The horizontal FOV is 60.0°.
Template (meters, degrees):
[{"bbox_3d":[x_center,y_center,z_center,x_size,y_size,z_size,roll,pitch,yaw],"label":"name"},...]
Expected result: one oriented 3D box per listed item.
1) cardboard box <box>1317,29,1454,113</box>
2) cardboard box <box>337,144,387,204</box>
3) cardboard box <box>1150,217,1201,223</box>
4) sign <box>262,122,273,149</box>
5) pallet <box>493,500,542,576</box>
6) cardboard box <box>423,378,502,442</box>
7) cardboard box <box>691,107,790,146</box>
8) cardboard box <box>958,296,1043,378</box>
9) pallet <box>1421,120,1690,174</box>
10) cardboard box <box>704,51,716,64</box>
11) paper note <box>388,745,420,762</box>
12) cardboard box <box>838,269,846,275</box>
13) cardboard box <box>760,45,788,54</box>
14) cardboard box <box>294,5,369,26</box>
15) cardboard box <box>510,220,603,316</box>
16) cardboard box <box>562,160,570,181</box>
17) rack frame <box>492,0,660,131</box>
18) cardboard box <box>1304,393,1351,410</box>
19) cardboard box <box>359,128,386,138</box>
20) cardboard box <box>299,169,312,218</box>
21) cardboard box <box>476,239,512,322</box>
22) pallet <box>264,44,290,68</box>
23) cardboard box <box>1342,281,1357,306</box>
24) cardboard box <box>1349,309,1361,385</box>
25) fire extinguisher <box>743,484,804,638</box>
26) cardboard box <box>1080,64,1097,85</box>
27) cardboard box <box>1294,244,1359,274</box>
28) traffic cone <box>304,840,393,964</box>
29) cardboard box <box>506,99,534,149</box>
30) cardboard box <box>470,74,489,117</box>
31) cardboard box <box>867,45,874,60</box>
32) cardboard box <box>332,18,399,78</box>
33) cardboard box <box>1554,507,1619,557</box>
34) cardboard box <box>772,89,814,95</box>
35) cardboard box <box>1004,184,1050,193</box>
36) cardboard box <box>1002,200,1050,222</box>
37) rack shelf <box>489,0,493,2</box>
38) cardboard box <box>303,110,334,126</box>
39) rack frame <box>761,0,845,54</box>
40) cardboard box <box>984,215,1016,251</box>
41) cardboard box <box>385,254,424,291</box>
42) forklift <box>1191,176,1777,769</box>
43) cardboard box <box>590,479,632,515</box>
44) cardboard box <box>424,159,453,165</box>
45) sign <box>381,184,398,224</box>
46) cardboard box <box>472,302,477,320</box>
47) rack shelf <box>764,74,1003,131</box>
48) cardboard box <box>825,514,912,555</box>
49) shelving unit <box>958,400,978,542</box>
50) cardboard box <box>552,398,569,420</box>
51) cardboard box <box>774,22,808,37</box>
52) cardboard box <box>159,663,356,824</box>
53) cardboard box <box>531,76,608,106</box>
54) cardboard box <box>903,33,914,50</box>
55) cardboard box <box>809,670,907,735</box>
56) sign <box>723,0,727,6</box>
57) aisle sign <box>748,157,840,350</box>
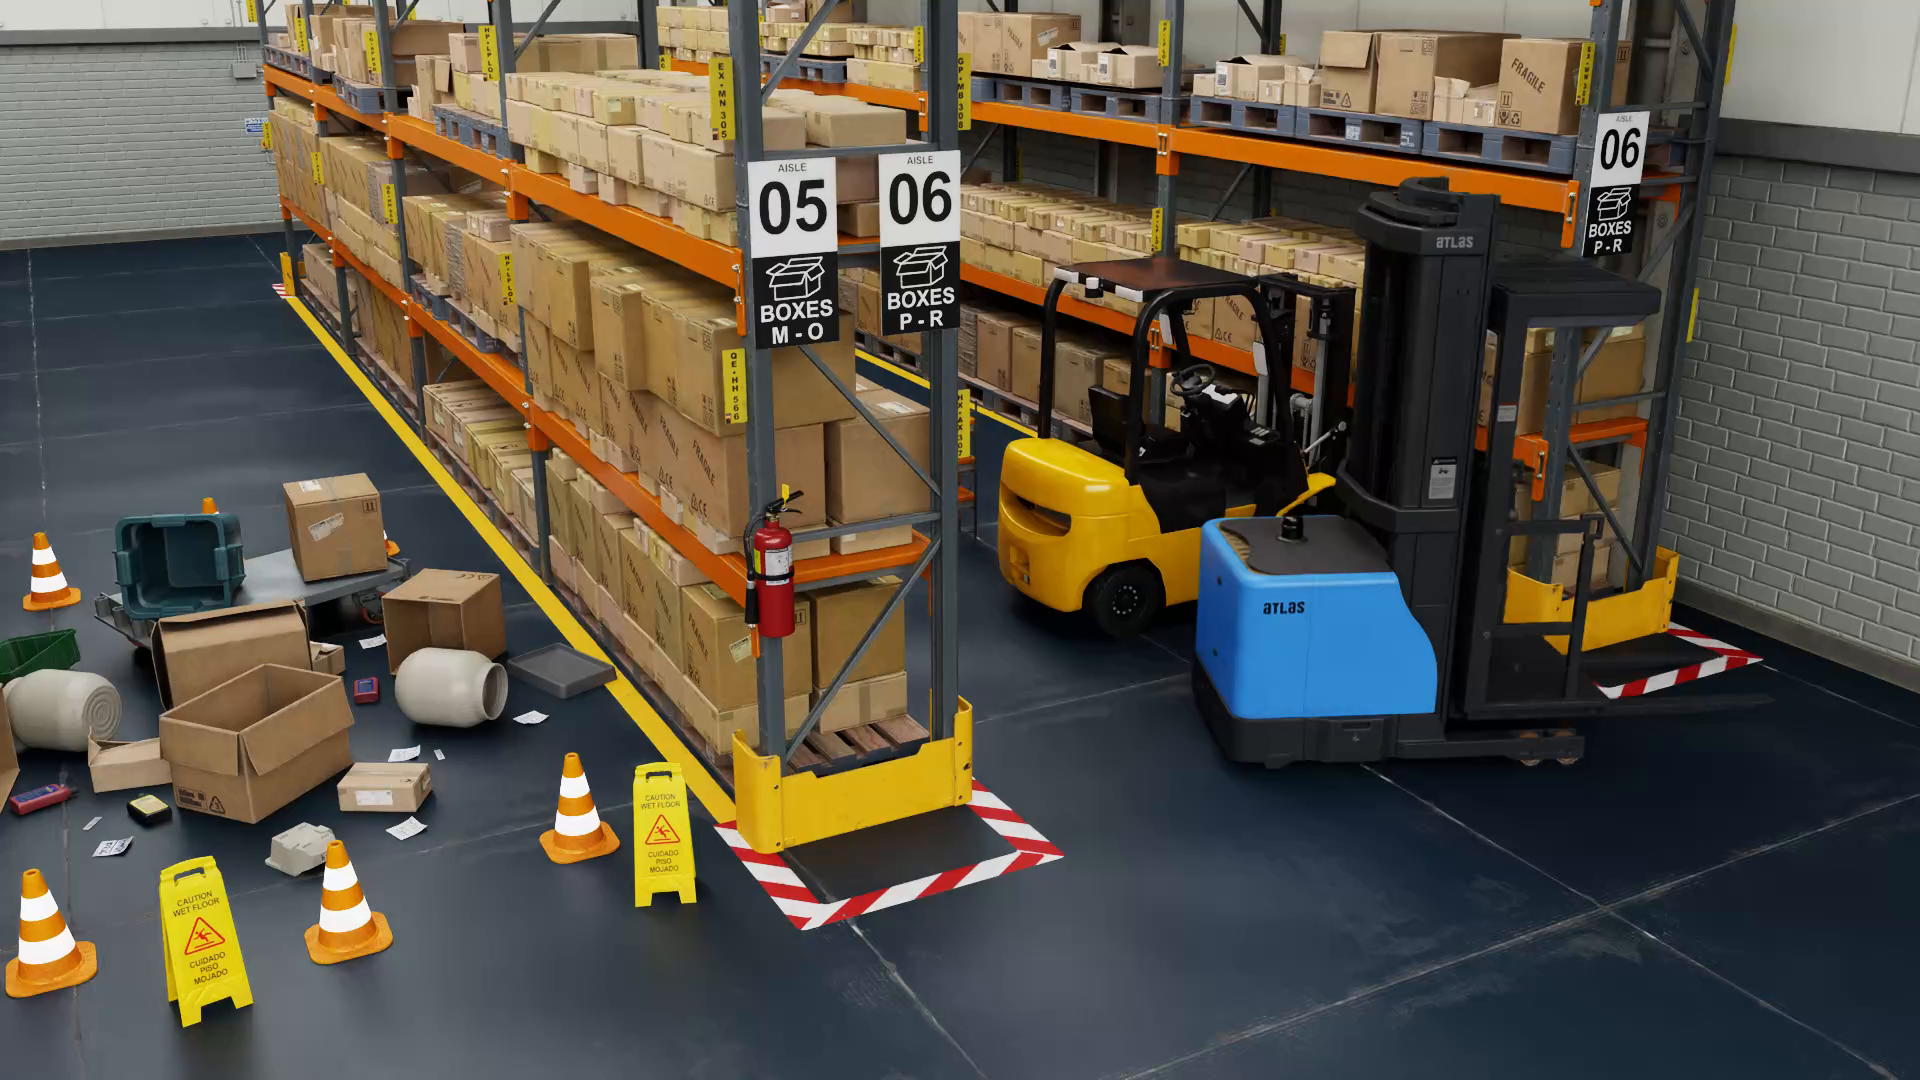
[{"bbox_3d":[2.824,-3.103,10.972,0.797,0.503,0.637,-9,21,-25],"label":"cardboard box"},{"bbox_3d":[-5.716,-3.556,16.151,0.500,0.500,0.500,-11,22,-28],"label":"cardboard box"},{"bbox_3d":[1.814,-2.611,13.952,0.380,0.149,0.250,-10,21,-27],"label":"cardboard box"},{"bbox_3d":[-8.565,-5.003,20.584,0.100,0.325,0.005,-10,21,-27],"label":"sign"},{"bbox_3d":[-2.746,-0.101,12.101,1.003,0.211,1.213,-10,21,-27],"label":"pallet"},{"bbox_3d":[-4.015,-1.137,14.213,0.950,0.372,0.625,-12,22,-30],"label":"cardboard box"},{"bbox_3d":[-0.985,-1.855,7.474,0.380,0.149,0.250,-10,21,-26],"label":"cardboard box"},{"bbox_3d":[0.376,-2.009,16.352,0.875,0.625,0.625,-9,21,-25],"label":"cardboard box"},{"bbox_3d":[3.578,-2.401,10.028,1.003,0.211,1.213,-10,21,-27],"label":"pallet"},{"bbox_3d":[-2.995,-6.057,20.872,0.380,0.149,0.250,-10,21,-26],"label":"cardboard box"},{"bbox_3d":[-2.948,1.131,8.825,0.148,0.019,0.142,-3,19,-8],"label":"paper note"},{"bbox_3d":[-1.196,-3.077,18.643,0.380,0.149,0.250,-9,21,-25],"label":"cardboard box"},{"bbox_3d":[-2.257,-5.850,19.662,0.500,0.250,0.500,-10,21,-26],"label":"cardboard box"},{"bbox_3d":[-6.843,-5.587,18.171,0.797,0.503,0.637,-8,21,-22],"label":"cardboard box"},{"bbox_3d":[-2.357,-1.697,10.308,0.700,0.500,0.500,-10,22,-27],"label":"cardboard box"},{"bbox_3d":[-2.069,-2.152,9.556,0.380,0.149,0.250,-9,21,-25],"label":"cardboard box"},{"bbox_3d":[-2.375,-4.032,10.021,1.000,3.000,0.127,-10,21,-27],"label":"rack frame"},{"bbox_3d":[2.877,-0.936,12.283,0.500,0.250,0.500,-10,21,-26],"label":"cardboard box"},{"bbox_3d":[-6.187,-4.187,17.980,0.500,0.500,0.500,-10,21,-26],"label":"cardboard box"},{"bbox_3d":[-7.120,-3.922,18.747,0.500,0.500,0.500,-10,22,-27],"label":"cardboard box"},{"bbox_3d":[-3.033,-1.822,11.559,0.500,0.500,0.500,-10,21,-26],"label":"cardboard box"},{"bbox_3d":[-7.712,-5.806,19.895,1.003,0.211,1.213,-10,21,-27],"label":"pallet"},{"bbox_3d":[2.810,-1.678,11.248,0.380,0.149,0.250,-10,21,-27],"label":"cardboard box"},{"bbox_3d":[2.944,-1.263,11.040,0.500,0.500,0.500,-10,22,-28],"label":"cardboard box"},{"bbox_3d":[-0.827,0.093,7.382,0.296,0.674,0.183,-10,21,-27],"label":"fire extinguisher"},{"bbox_3d":[1.202,-3.780,13.476,0.380,0.149,0.250,-10,21,-27],"label":"cardboard box"},{"bbox_3d":[2.563,-1.966,11.625,0.380,0.149,0.250,-10,21,-27],"label":"cardboard box"},{"bbox_3d":[-2.631,1.497,7.083,0.336,0.463,0.334,-10,21,-27],"label":"traffic cone"},{"bbox_3d":[-2.407,-2.515,9.997,0.500,0.250,0.500,-10,22,-28],"label":"cardboard box"},{"bbox_3d":[-3.016,-3.033,11.310,0.500,0.250,0.500,-10,21,-26],"label":"cardboard box"},{"bbox_3d":[-0.728,-5.015,17.087,0.380,0.149,0.250,-10,21,-26],"label":"cardboard box"},{"bbox_3d":[-5.367,-4.469,15.089,0.500,0.500,0.500,-10,21,-26],"label":"cardboard box"},{"bbox_3d":[3.850,-0.120,10.686,0.500,0.250,0.500,-10,21,-26],"label":"cardboard box"},{"bbox_3d":[-0.971,-2.236,8.578,0.380,0.149,0.250,-9,21,-25],"label":"cardboard box"},{"bbox_3d":[0.647,-3.348,16.089,0.380,0.149,0.250,-9,21,-25],"label":"cardboard box"},{"bbox_3d":[0.606,-2.962,14.970,0.380,0.149,0.250,-9,21,-26],"label":"cardboard box"},{"bbox_3d":[-3.325,-4.077,11.867,1.077,0.370,4.000,-10,21,-27],"label":"rack shelf"},{"bbox_3d":[-7.027,-4.660,18.357,0.380,0.149,0.250,-10,21,-27],"label":"cardboard box"},{"bbox_3d":[-1.808,-7.099,18.907,1.000,3.000,0.127,-10,21,-27],"label":"rack frame"},{"bbox_3d":[0.557,-2.818,15.162,0.500,0.250,0.500,-11,22,-28],"label":"cardboard box"},{"bbox_3d":[-4.743,-2.378,14.656,0.500,0.250,0.500,-11,22,-29],"label":"cardboard box"},{"bbox_3d":[2.860,-0.378,8.733,3.031,2.935,1.130,-2,19,-5],"label":"forklift"},{"bbox_3d":[-1.950,-0.276,9.759,0.380,0.149,0.250,-9,21,-24],"label":"cardboard box"},{"bbox_3d":[-4.538,-3.185,15.076,0.500,0.500,0.500,-10,21,-26],"label":"cardboard box"},{"bbox_3d":[-4.762,-2.805,13.886,0.100,0.325,0.005,-10,21,-27],"label":"sign"},{"bbox_3d":[-3.334,-1.676,12.131,0.380,0.149,0.250,-10,21,-27],"label":"cardboard box"},{"bbox_3d":[-0.858,-4.766,17.850,1.077,0.370,4.000,-10,21,-27],"label":"rack shelf"},{"bbox_3d":[-0.455,-0.059,8.088,0.380,0.149,0.250,-10,21,-26],"label":"cardboard box"},{"bbox_3d":[-0.025,-0.512,12.005,0.215,1.050,0.252,-10,21,-27],"label":"shelving unit"},{"bbox_3d":[-2.342,-0.873,10.447,0.380,0.149,0.250,-9,21,-25],"label":"cardboard box"},{"bbox_3d":[-1.862,-5.729,18.669,0.380,0.149,0.250,-10,21,-26],"label":"cardboard box"},{"bbox_3d":[-3.538,1.020,8.404,0.637,0.503,0.797,7,20,20],"label":"cardboard box"},{"bbox_3d":[-2.246,-2.584,9.585,0.380,0.149,0.250,-11,22,-28],"label":"cardboard box"},{"bbox_3d":[-0.332,-4.843,16.133,0.380,0.149,0.250,-9,21,-25],"label":"cardboard box"},{"bbox_3d":[-0.616,0.779,8.847,0.500,0.250,0.500,-10,21,-27],"label":"cardboard box"},{"bbox_3d":[-3.209,-7.328,22.812,0.100,0.325,0.005,-10,21,-27],"label":"sign"},{"bbox_3d":[-0.702,-1.214,7.066,0.394,0.787,0.004,-10,21,-27],"label":"aisle sign"}]
